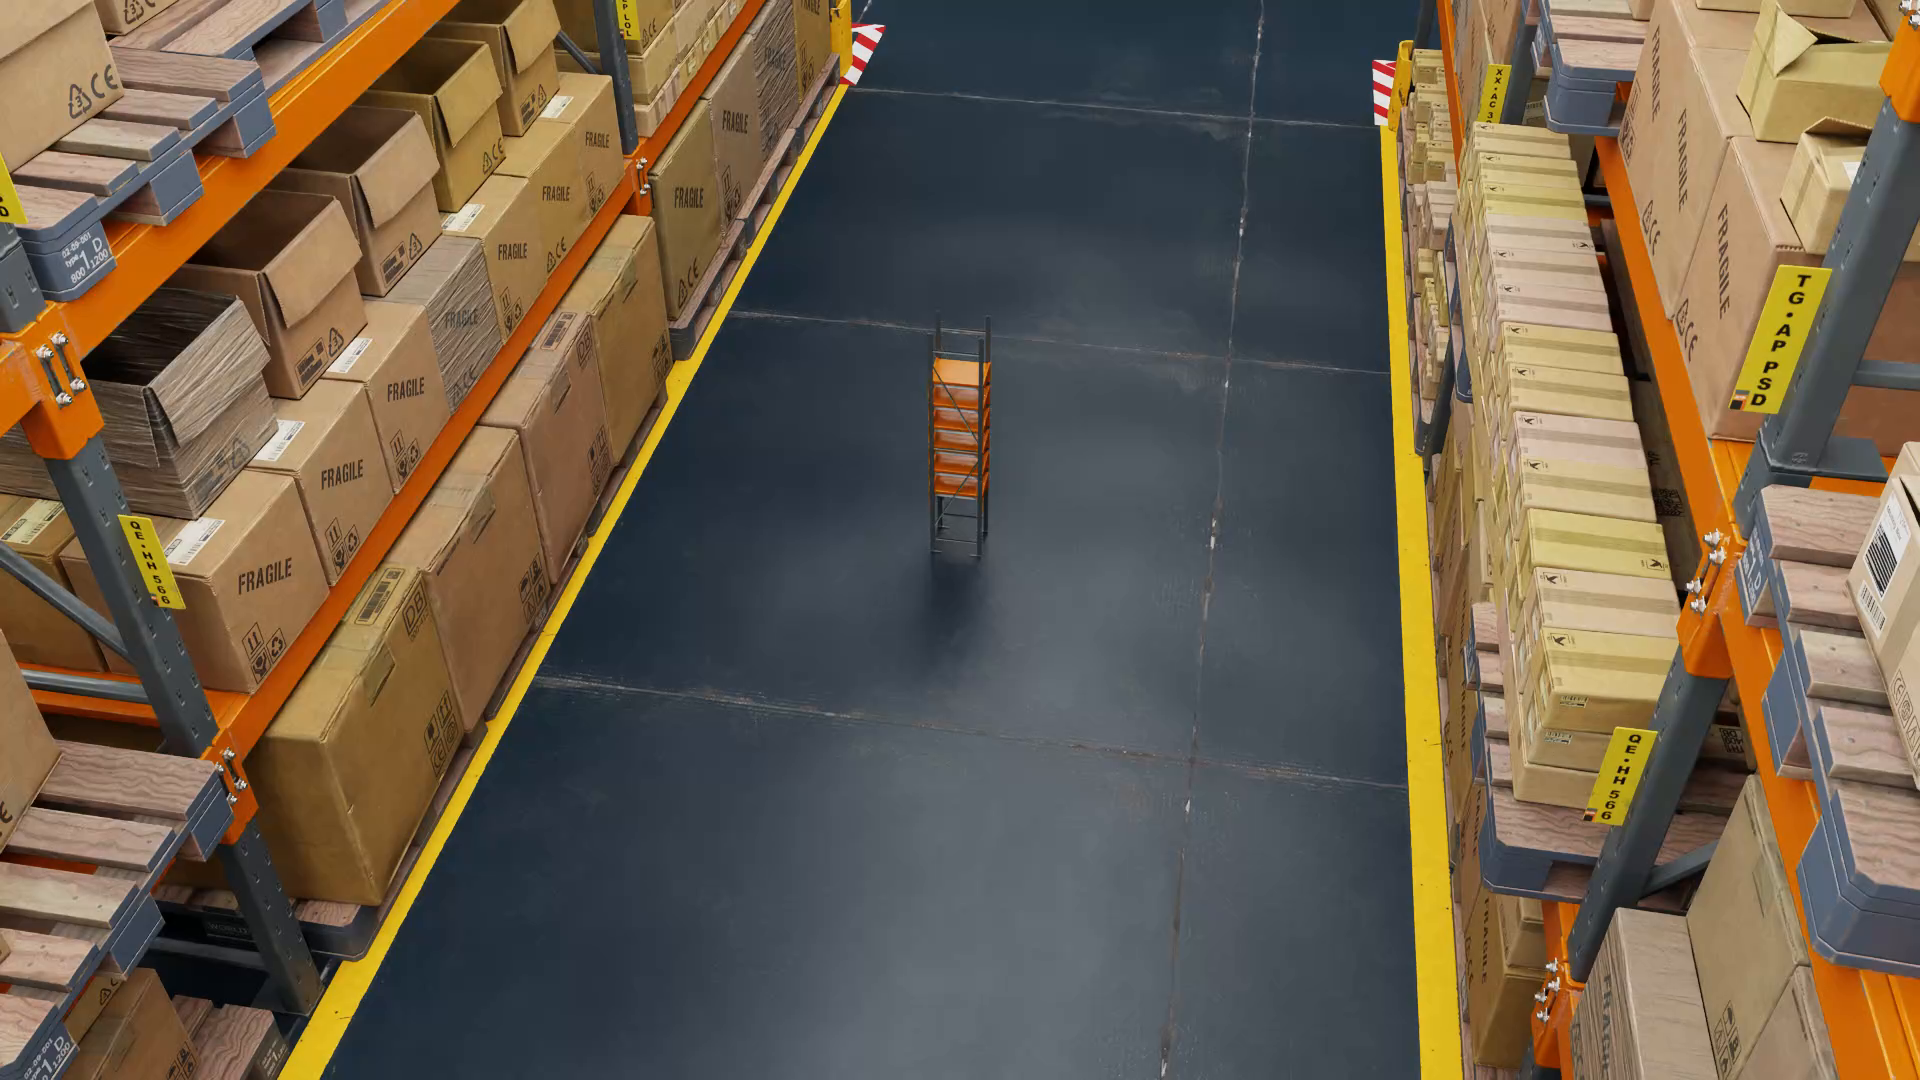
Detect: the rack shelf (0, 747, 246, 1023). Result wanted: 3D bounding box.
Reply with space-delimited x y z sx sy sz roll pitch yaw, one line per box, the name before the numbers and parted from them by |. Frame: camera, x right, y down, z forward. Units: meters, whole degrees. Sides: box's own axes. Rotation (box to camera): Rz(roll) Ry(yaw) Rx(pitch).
rack shelf | -3.104 1.958 3.689 1.077 0.370 4.000 6 40 8

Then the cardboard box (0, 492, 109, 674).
cardboard box | -2.917 0.050 5.354 0.500 0.500 0.500 8 40 9

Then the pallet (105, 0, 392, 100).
pallet | -2.508 -1.770 5.428 1.003 0.211 1.213 8 40 10

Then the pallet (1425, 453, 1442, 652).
pallet | 2.669 0.089 7.574 1.003 0.211 1.213 6 40 8

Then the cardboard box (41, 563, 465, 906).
cardboard box | -2.618 0.652 6.042 1.225 0.875 0.875 5 40 6

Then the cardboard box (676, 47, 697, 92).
cardboard box | -1.597 -2.467 8.674 0.380 0.149 0.250 8 40 9

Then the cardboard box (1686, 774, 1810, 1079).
cardboard box | 2.022 0.893 3.550 0.700 0.500 0.500 6 40 7

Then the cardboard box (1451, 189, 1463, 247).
cardboard box | 2.281 -1.343 6.985 0.380 0.149 0.250 5 40 6

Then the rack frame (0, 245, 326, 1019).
rack frame | -2.758 0.425 4.978 1.000 3.000 0.127 6 40 8

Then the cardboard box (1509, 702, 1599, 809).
cardboard box | 1.742 0.610 4.622 0.380 0.149 0.250 7 40 8

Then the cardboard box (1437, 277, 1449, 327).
cardboard box | 2.612 -1.184 8.365 0.380 0.149 0.250 7 40 8

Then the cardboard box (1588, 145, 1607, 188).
cardboard box | 3.136 -1.911 7.492 0.500 0.500 0.500 6 40 7

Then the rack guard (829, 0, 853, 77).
rack guard | -1.370 -3.647 11.866 1.175 0.500 0.348 6 40 8

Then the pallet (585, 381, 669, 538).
pallet | -2.125 -0.518 8.307 1.003 0.211 1.213 6 40 8

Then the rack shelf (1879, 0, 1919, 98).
rack shelf | 2.456 -2.100 4.203 1.077 0.370 4.000 6 40 8

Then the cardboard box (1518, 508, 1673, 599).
cardboard box | 1.834 0.062 4.819 0.380 0.149 0.250 8 40 9

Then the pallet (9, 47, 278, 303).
pallet | -2.699 -1.068 4.578 1.213 0.211 1.003 8 40 10

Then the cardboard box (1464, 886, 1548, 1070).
cardboard box | 1.966 1.395 5.437 0.500 0.500 0.500 6 40 7

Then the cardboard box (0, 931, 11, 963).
cardboard box | -2.810 0.930 3.960 0.700 0.500 0.500 12 41 14

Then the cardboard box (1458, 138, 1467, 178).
cardboard box | 2.558 -1.756 7.814 0.380 0.149 0.250 5 40 6

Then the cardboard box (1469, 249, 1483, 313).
cardboard box | 2.149 -0.970 6.300 0.380 0.149 0.250 5 40 6

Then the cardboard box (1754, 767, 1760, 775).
cardboard box | 2.386 0.712 4.499 0.380 0.149 0.250 6 40 7

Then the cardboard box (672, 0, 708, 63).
cardboard box | -1.636 -2.719 8.666 0.500 0.250 0.500 6 40 7

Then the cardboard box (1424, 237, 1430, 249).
cardboard box | 2.824 -1.627 9.369 0.380 0.149 0.250 7 40 9

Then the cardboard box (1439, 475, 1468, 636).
cardboard box | 2.323 0.094 7.012 0.500 0.500 0.500 8 40 10

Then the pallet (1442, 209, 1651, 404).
pallet | 2.526 -0.937 6.777 1.003 0.211 1.213 6 40 8

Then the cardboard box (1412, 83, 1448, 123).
cardboard box | 2.970 -2.656 10.146 0.380 0.149 0.250 6 40 8

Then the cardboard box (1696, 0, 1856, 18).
cardboard box | 2.126 -1.546 4.329 0.396 0.266 0.258 6 40 8

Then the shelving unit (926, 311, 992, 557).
shelving unit | -0.002 -0.453 7.454 0.258 1.200 0.189 6 40 8

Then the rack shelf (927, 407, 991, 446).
rack shelf | -0.002 -0.512 7.405 0.258 0.103 0.180 6 40 8

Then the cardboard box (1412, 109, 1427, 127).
cardboard box | 3.047 -2.697 10.429 0.380 0.149 0.250 6 40 7

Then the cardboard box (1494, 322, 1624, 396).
cardboard box | 2.015 -0.591 5.609 0.380 0.149 0.250 8 40 9

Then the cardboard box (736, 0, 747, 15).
cardboard box | -1.419 -3.116 9.458 0.380 0.149 0.250 5 40 6

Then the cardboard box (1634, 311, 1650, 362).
cardboard box | 2.795 -0.792 6.318 0.380 0.149 0.250 4 40 5

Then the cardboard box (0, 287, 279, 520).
cardboard box | -2.616 -0.457 5.180 0.797 0.503 0.637 8 40 9

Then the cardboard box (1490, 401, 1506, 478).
cardboard box | 1.968 -0.314 5.507 0.380 0.149 0.250 7 40 9

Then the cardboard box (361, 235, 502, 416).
cardboard box | -2.145 -0.847 6.439 0.500 0.500 0.500 7 40 8

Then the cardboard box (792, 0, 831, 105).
cardboard box | -1.406 -3.528 11.098 0.875 0.875 0.875 6 40 8

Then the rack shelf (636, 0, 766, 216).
rack shelf | -1.720 -3.063 9.762 1.077 0.370 4.000 6 40 8

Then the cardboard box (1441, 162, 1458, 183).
cardboard box | 2.911 -1.990 9.340 0.380 0.149 0.250 6 40 8

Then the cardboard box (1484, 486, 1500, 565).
cardboard box | 1.923 -0.032 5.399 0.380 0.149 0.250 5 40 6

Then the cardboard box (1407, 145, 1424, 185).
cardboard box | 2.935 -2.276 10.154 0.380 0.149 0.250 7 40 8

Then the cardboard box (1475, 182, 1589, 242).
cardboard box | 2.191 -1.236 6.389 0.380 0.149 0.250 7 40 8

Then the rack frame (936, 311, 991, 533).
rack frame | 0.013 -0.511 7.523 0.240 1.200 0.006 6 40 8

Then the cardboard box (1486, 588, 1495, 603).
cardboard box | 2.150 0.455 5.986 0.500 0.250 0.500 7 40 9

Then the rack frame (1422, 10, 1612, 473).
rack frame | 2.802 -1.475 7.276 1.000 3.000 0.127 6 40 8

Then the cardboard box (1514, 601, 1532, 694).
cardboard box | 1.791 0.328 4.730 0.380 0.149 0.250 8 40 9

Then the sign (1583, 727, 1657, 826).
sign | 1.574 0.566 3.962 0.100 0.325 0.005 6 40 8

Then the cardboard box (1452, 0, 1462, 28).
cardboard box | 2.897 -2.921 8.714 0.500 0.500 0.500 5 40 7

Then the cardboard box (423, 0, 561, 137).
cardboard box | -2.168 -2.108 7.177 0.797 0.503 0.637 5 40 7

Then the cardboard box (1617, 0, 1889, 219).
cardboard box | 2.122 -1.174 4.480 0.500 0.500 0.500 6 40 8

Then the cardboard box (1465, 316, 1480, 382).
cardboard box | 2.103 -0.695 6.201 0.380 0.149 0.250 5 40 6

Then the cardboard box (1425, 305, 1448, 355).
cardboard box | 2.578 -1.056 8.445 0.380 0.149 0.250 5 40 6

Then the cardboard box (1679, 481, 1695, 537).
cardboard box | 2.613 -0.120 5.506 0.380 0.149 0.250 7 40 8
